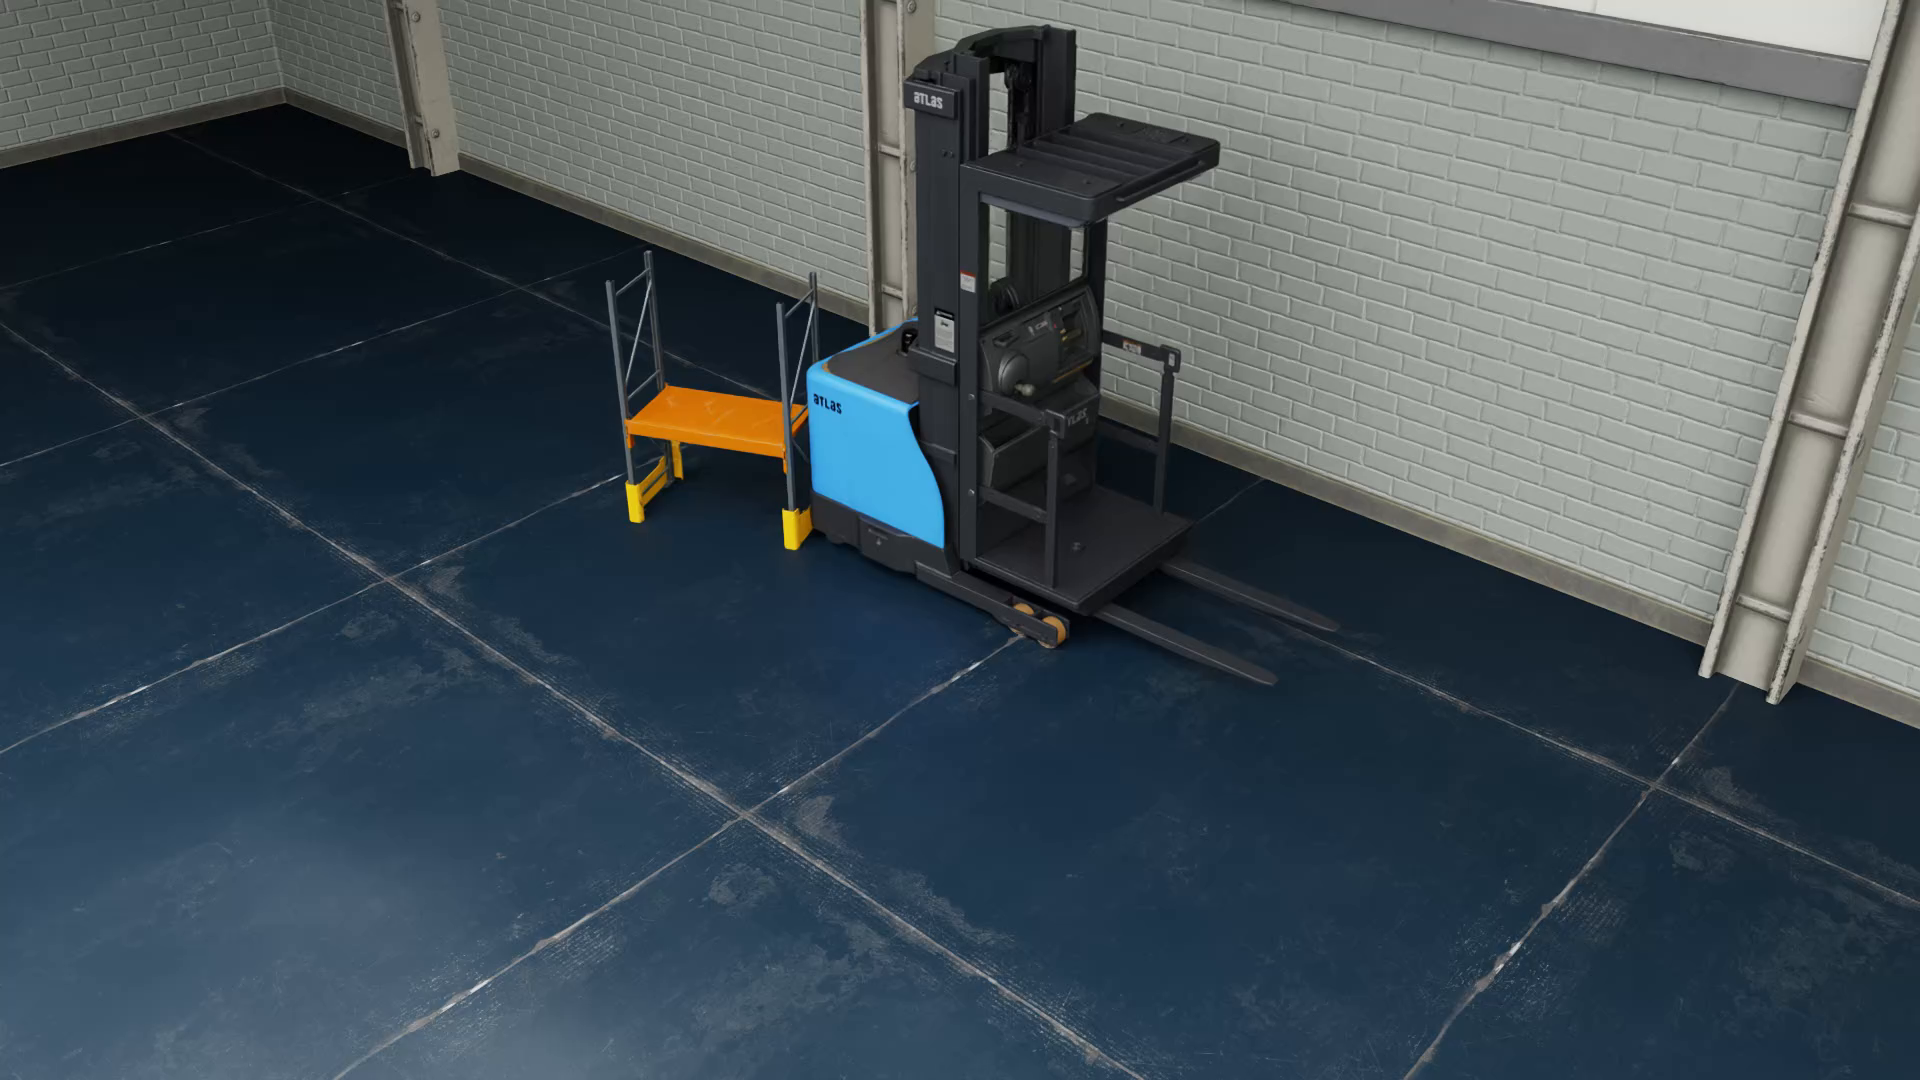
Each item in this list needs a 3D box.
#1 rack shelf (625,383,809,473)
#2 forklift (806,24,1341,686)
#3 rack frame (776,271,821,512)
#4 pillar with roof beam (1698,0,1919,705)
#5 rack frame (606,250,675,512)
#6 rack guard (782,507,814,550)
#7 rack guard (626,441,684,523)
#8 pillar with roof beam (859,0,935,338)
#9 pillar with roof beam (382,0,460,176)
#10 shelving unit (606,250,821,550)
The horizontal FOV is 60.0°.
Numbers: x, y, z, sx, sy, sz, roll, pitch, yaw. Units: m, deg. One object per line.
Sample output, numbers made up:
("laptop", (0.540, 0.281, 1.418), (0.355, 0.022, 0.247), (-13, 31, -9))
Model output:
("rack shelf", (-1.375, -0.661, 9.687), (1.000, 0.185, 0.538), (9, 32, 15))
("forklift", (0.583, -0.993, 8.502), (3.031, 2.935, 1.130), (24, 38, 34))
("rack frame", (-0.891, -0.734, 9.460), (0.032, 1.500, 0.500), (9, 32, 15))
("pillar with roof beam", (1.153, -1.509, 3.477), (0.400, 9.000, 9.100), (25, 39, 35))
("rack frame", (-1.859, -0.895, 9.728), (0.032, 1.500, 0.500), (9, 32, 15))
("rack guard", (-0.892, -0.199, 9.783), (0.087, 0.250, 0.587), (9, 32, 15))
("rack guard", (-1.840, -0.357, 10.045), (0.087, 0.250, 0.587), (9, 32, 15))
("pillar with roof beam", (-3.295, -3.586, 6.926), (0.400, 9.000, 9.100), (25, 39, 35))
("pillar with roof beam", (-7.744, -5.662, 10.375), (0.400, 9.000, 9.100), (25, 39, 35))
("shelving unit", (-1.366, -0.813, 9.592), (1.083, 1.500, 0.587), (9, 32, 15))
